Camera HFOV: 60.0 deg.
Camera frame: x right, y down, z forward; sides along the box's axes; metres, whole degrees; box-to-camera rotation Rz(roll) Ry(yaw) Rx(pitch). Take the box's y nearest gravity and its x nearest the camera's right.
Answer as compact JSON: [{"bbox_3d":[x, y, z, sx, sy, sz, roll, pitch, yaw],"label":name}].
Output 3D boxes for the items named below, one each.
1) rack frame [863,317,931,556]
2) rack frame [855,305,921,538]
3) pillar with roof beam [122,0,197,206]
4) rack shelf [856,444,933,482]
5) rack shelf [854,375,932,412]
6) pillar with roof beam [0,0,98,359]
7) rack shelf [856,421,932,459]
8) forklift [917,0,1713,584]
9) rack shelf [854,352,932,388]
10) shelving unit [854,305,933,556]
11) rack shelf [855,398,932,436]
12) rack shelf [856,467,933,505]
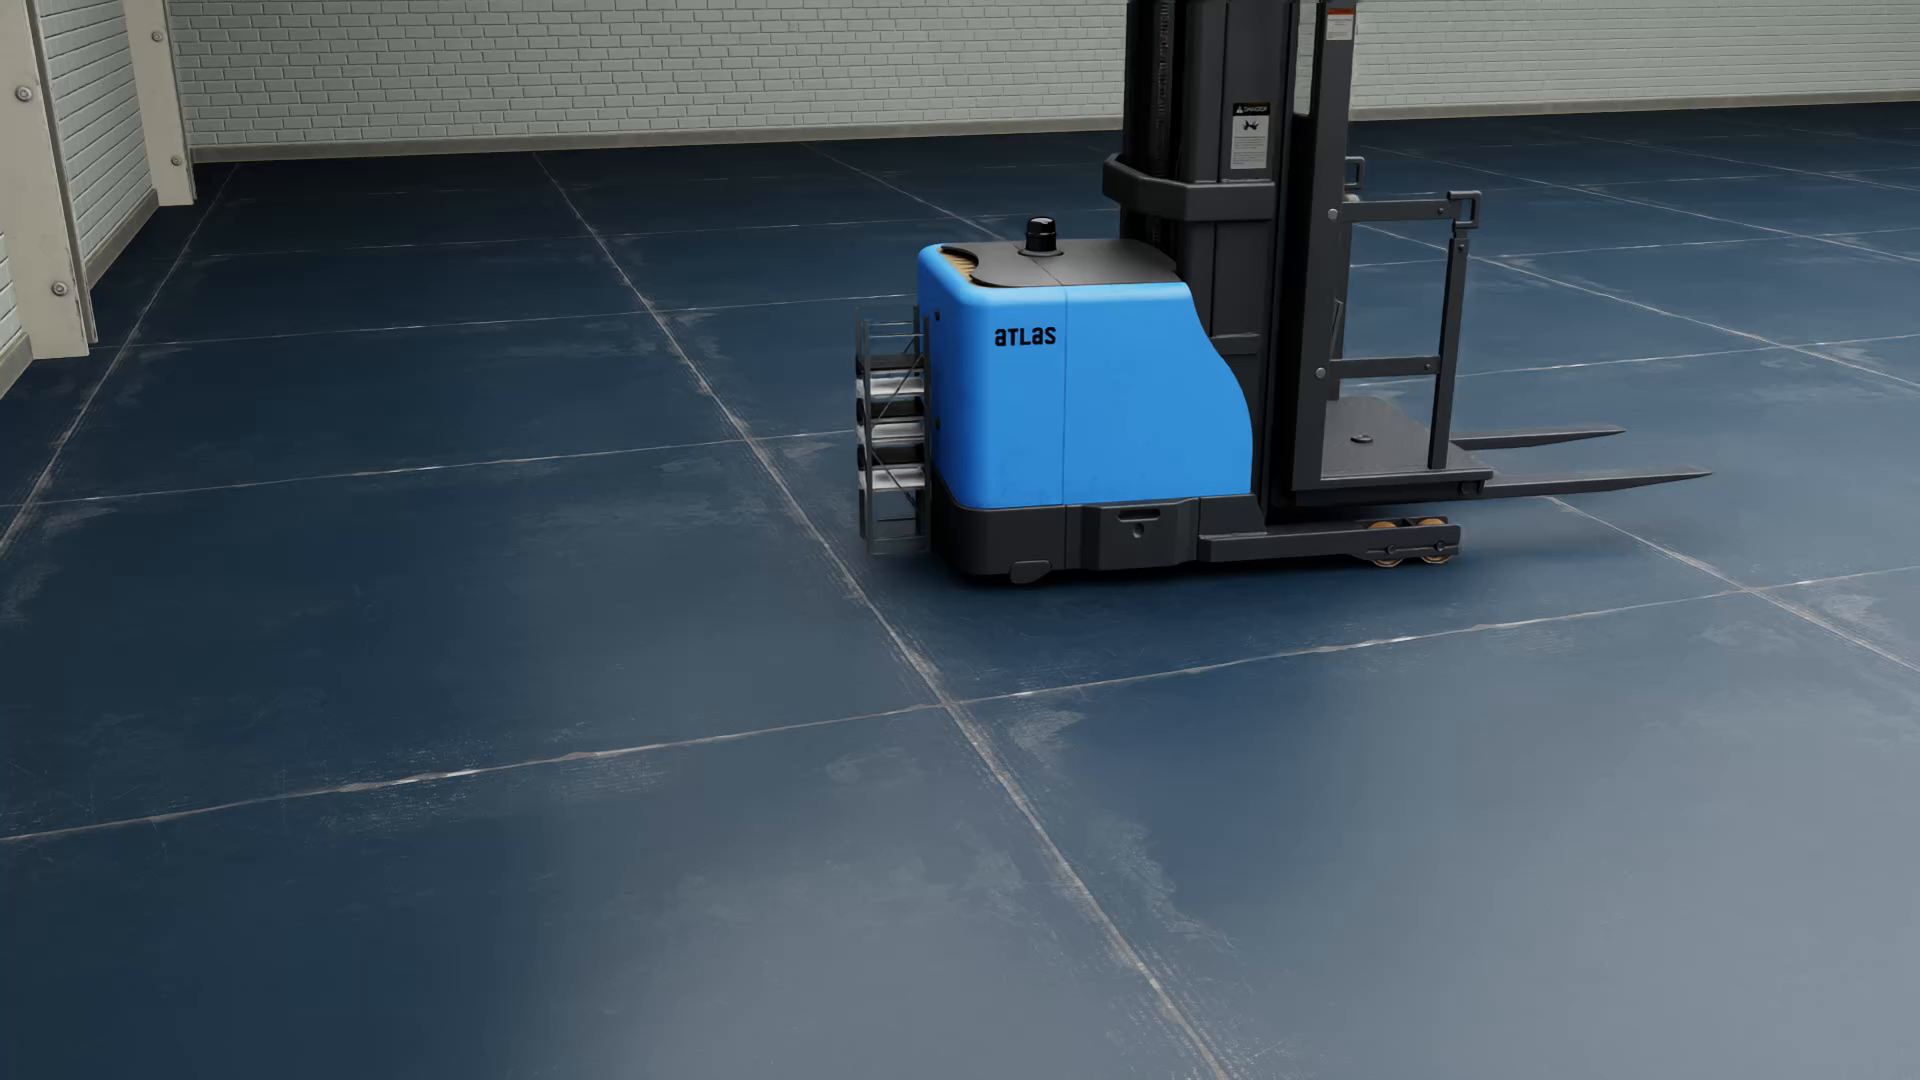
[{"bbox_3d":[-0.228,-0.373,6.125,0.240,0.900,0.006,-4,20,-11],"label":"rack frame"},{"bbox_3d":[-0.270,-0.441,6.312,0.240,0.900,0.006,-4,20,-11],"label":"rack frame"},{"bbox_3d":[-2.875,-7.693,14.523,9.100,9.000,0.400,-6,21,-17],"label":"pillar with roof beam"},{"bbox_3d":[-0.249,-0.291,6.260,0.258,0.077,0.200,-4,20,-11],"label":"rack shelf"},{"bbox_3d":[-0.249,-0.545,6.169,0.258,0.077,0.200,-4,20,-11],"label":"rack shelf"},{"bbox_3d":[-0.989,-5.768,9.162,9.100,9.000,0.400,-6,21,-17],"label":"pillar with roof beam"},{"bbox_3d":[-0.249,-0.376,6.230,0.258,0.077,0.200,-4,20,-11],"label":"rack shelf"},{"bbox_3d":[1.391,-1.450,6.116,3.031,2.935,1.130,-4,20,-10],"label":"forklift"},{"bbox_3d":[-0.249,-0.630,6.138,0.258,0.077,0.200,-4,20,-11],"label":"rack shelf"},{"bbox_3d":[-0.249,-0.407,6.218,0.258,0.900,0.210,-4,20,-11],"label":"shelving unit"},{"bbox_3d":[-0.249,-0.460,6.199,0.258,0.077,0.200,-4,20,-11],"label":"rack shelf"},{"bbox_3d":[-0.249,-0.206,6.291,0.258,0.077,0.200,-4,20,-11],"label":"rack shelf"}]
